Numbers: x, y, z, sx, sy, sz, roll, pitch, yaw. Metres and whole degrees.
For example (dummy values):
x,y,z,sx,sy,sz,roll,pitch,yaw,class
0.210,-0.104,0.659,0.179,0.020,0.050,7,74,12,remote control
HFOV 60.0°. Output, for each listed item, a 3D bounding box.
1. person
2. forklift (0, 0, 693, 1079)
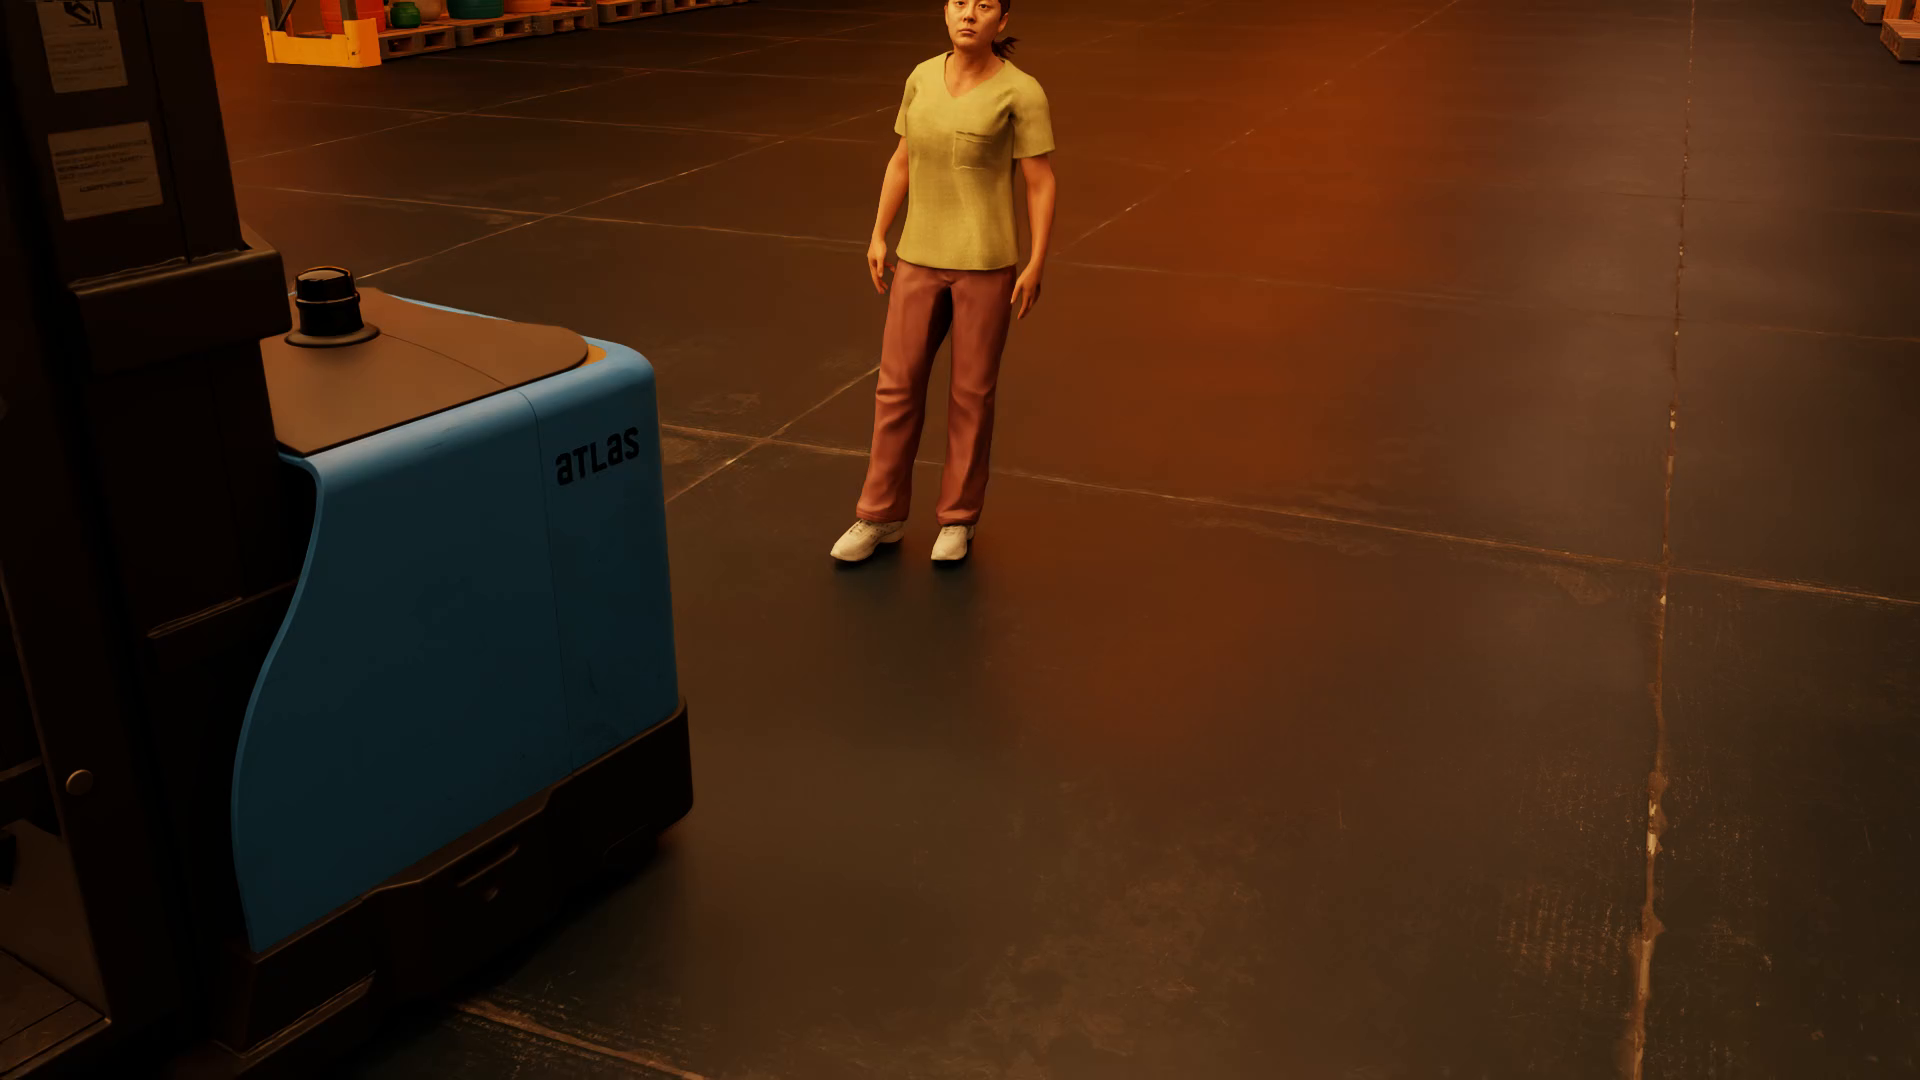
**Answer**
x,y,z,sx,sy,sz,roll,pitch,yaw,class
-0.038,-0.755,4.708,0.555,1.675,0.549,9,24,21,person
-1.813,-0.361,2.157,1.130,2.935,3.031,15,27,31,forklift
